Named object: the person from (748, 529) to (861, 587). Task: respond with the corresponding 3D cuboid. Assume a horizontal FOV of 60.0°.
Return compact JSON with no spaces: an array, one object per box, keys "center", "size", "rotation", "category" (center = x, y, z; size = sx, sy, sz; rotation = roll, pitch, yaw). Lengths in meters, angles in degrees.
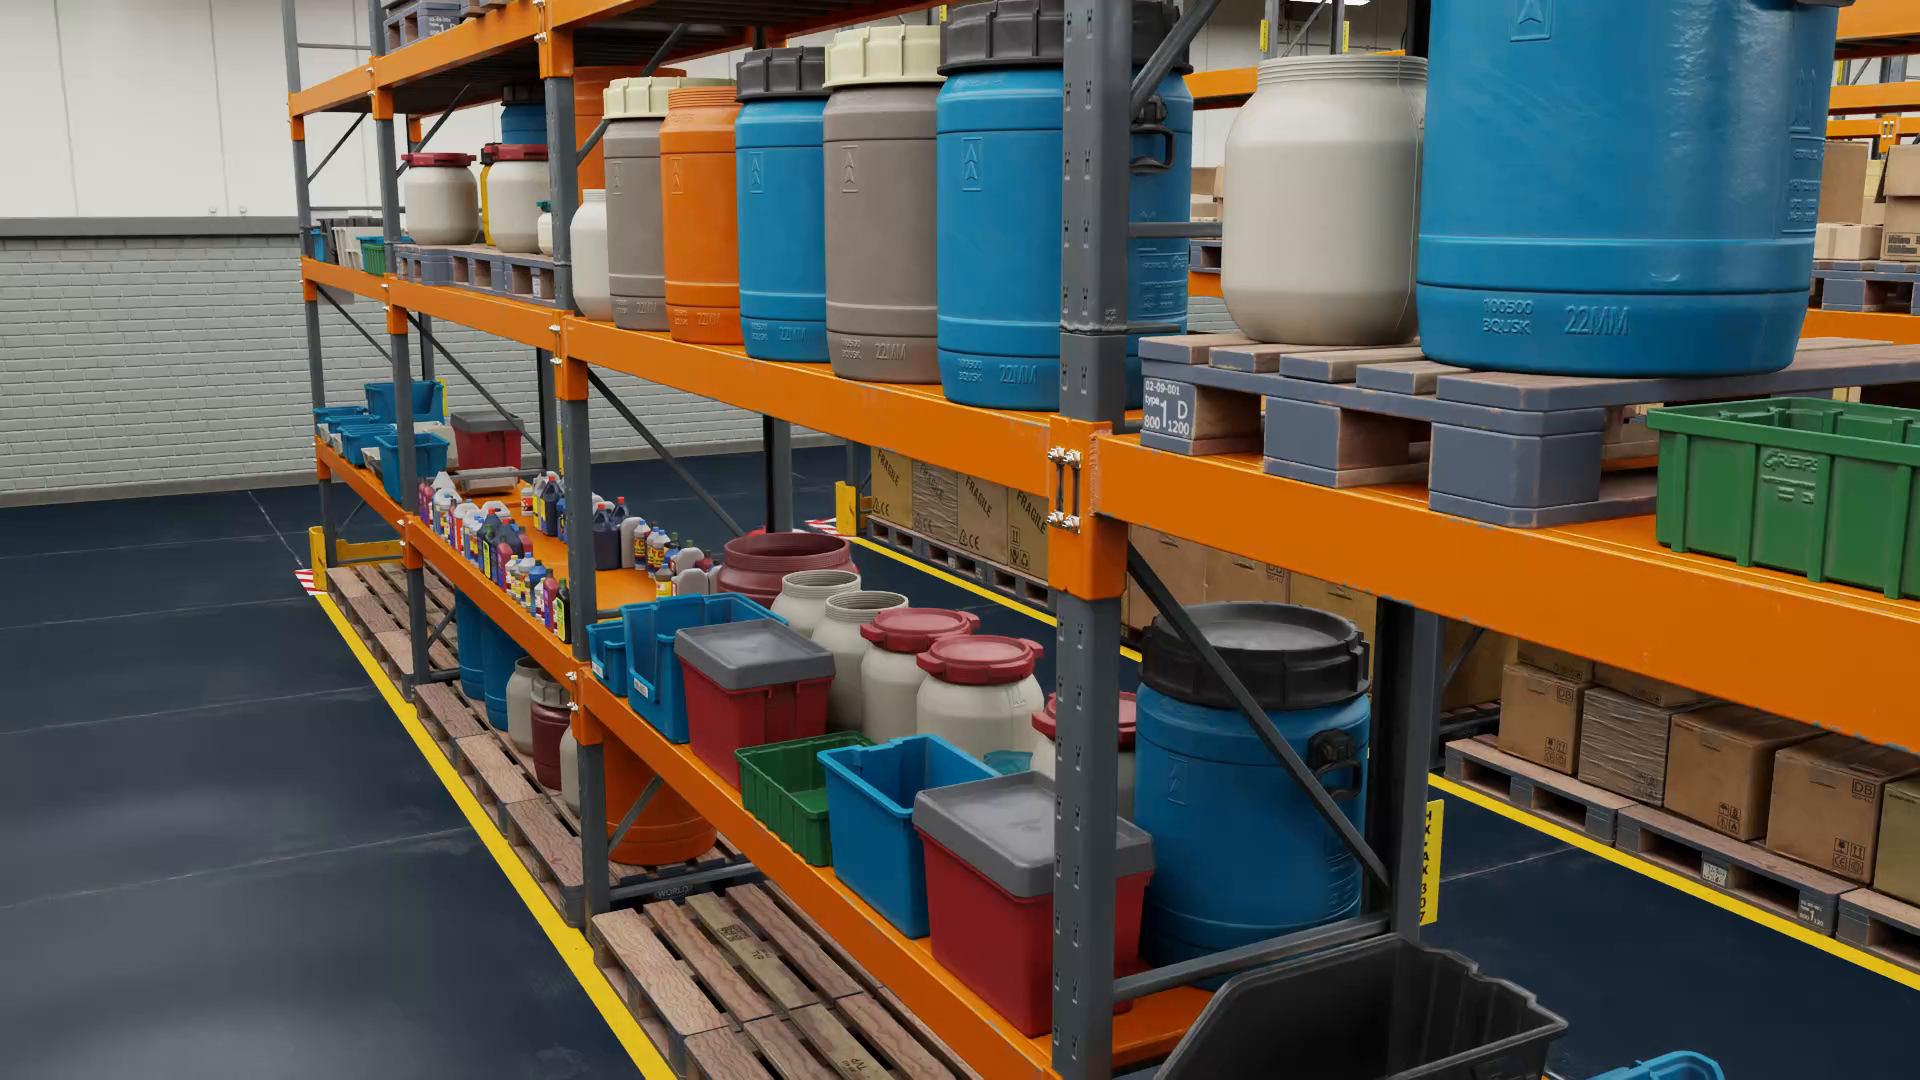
[{"center":[-1.112,0.414,11.679],"size":[0.870,1.065,0.579],"rotation":[-6,13,-28],"category":"person"}]
